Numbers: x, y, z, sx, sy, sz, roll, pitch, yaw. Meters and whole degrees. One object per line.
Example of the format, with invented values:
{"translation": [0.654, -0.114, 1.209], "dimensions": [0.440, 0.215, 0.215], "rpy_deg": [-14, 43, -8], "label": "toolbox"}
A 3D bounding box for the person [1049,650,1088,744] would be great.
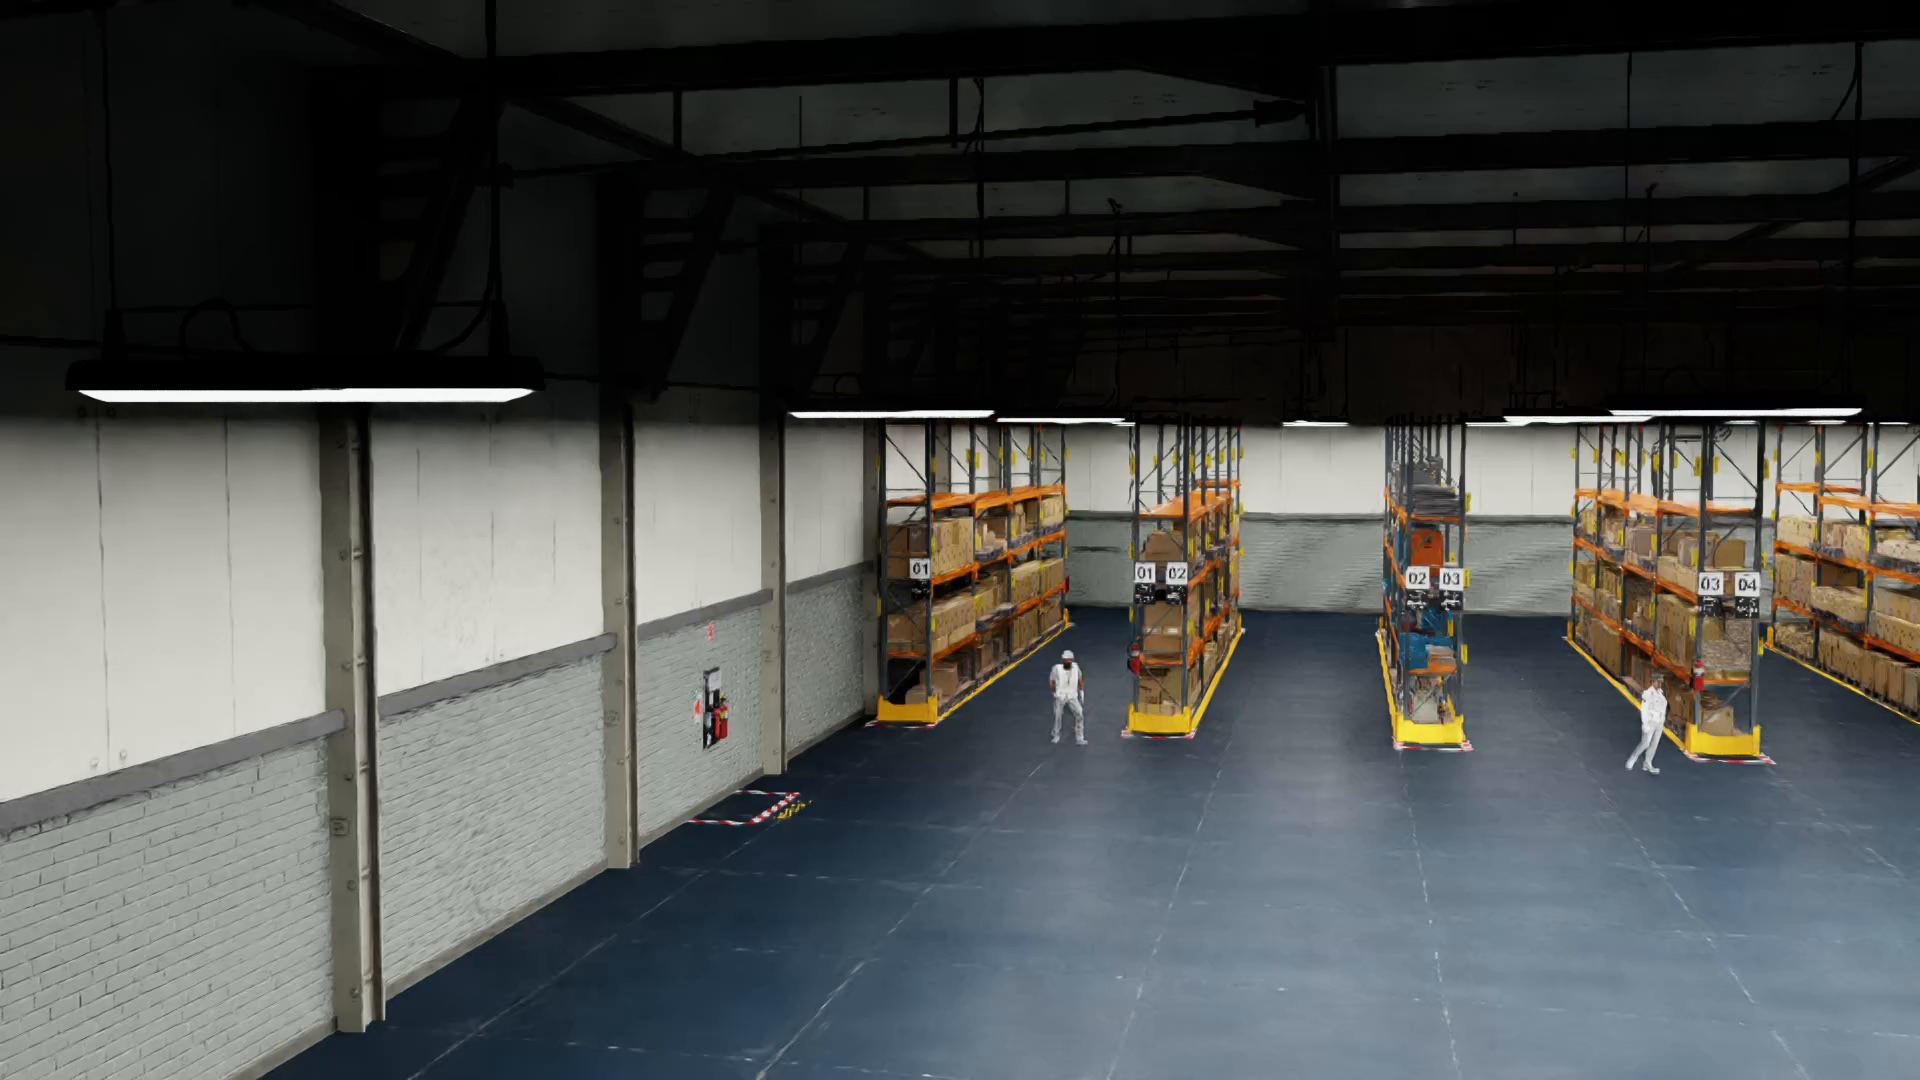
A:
{"translation": [1.925, 2.822, 30.022], "dimensions": [0.691, 1.722, 0.777], "rpy_deg": [-1, 4, -8], "label": "person"}

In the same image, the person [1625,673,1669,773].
{"translation": [11.394, 3.025, 27.572], "dimensions": [0.645, 1.660, 0.495], "rpy_deg": [-2, 4, -27], "label": "person"}

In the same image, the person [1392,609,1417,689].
{"translation": [9.400, 2.289, 35.129], "dimensions": [0.557, 1.662, 0.659], "rpy_deg": [2, 4, 21], "label": "person"}
